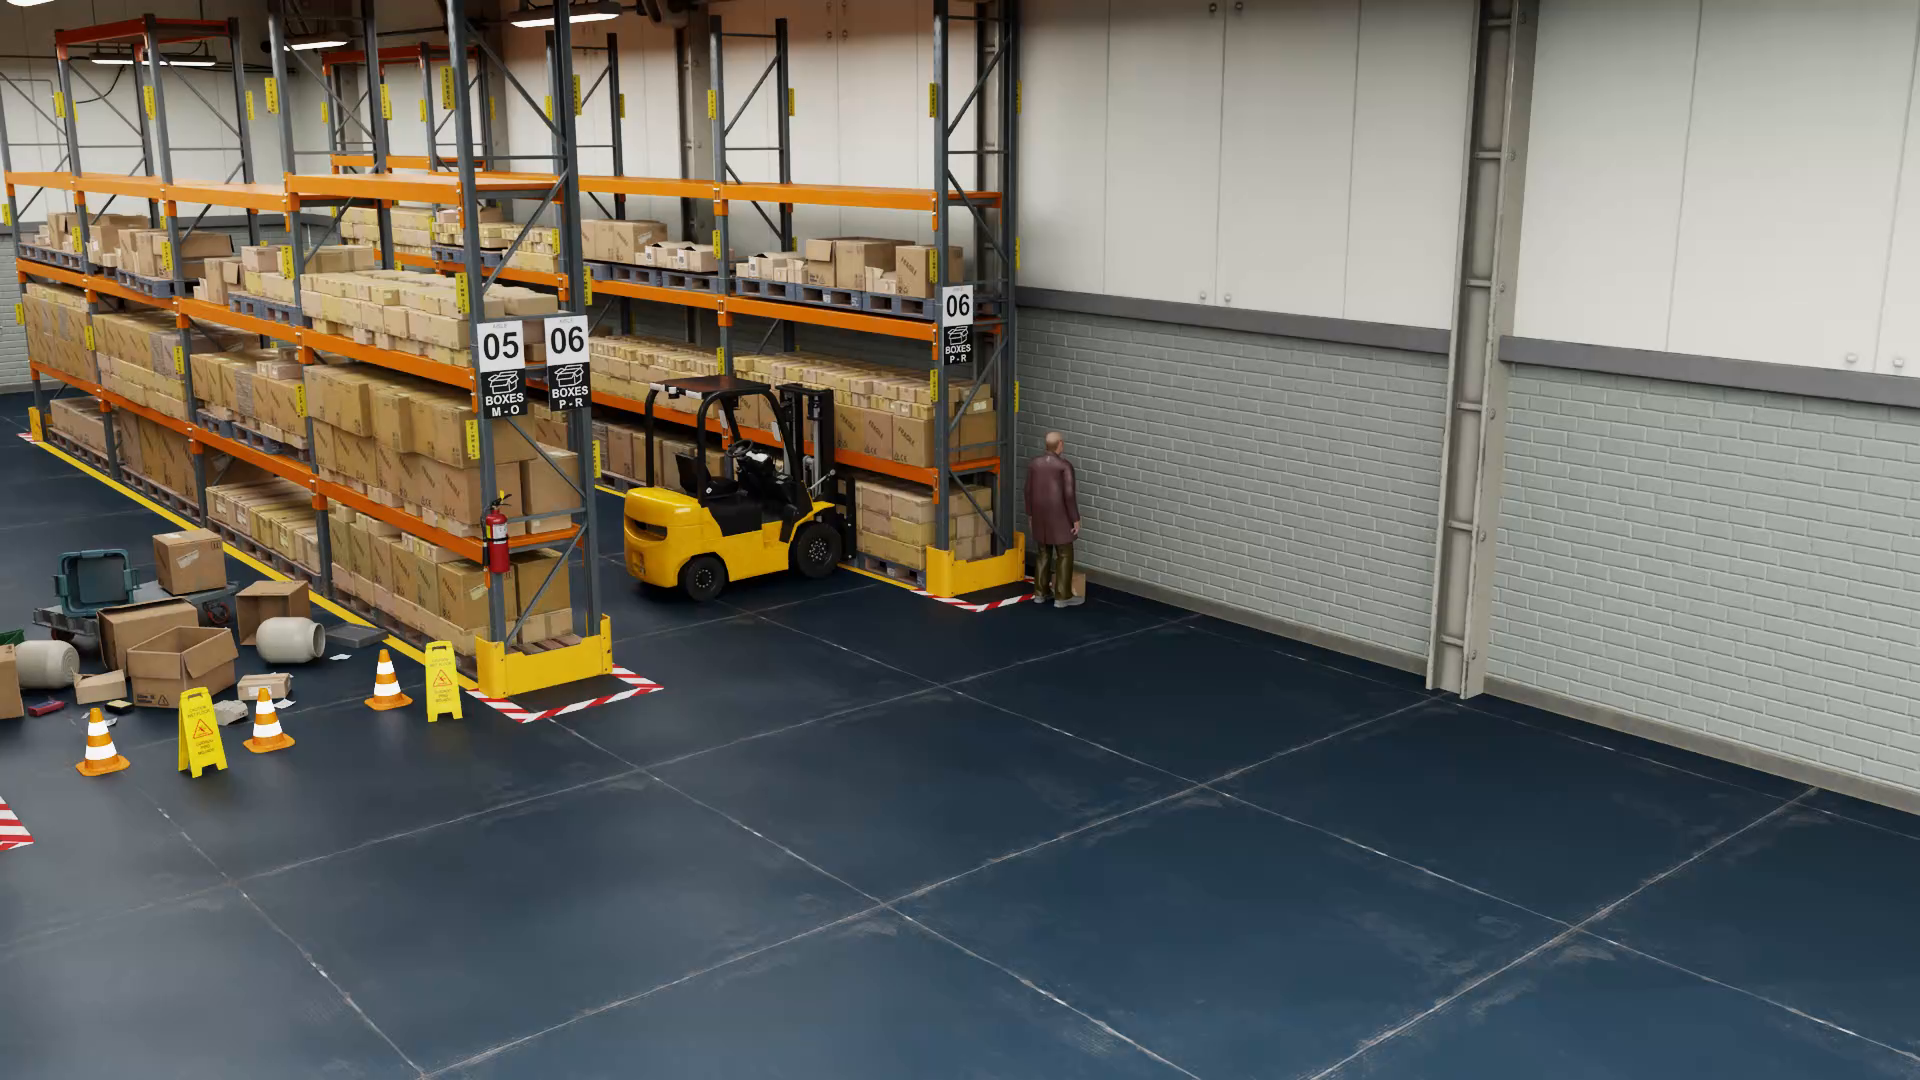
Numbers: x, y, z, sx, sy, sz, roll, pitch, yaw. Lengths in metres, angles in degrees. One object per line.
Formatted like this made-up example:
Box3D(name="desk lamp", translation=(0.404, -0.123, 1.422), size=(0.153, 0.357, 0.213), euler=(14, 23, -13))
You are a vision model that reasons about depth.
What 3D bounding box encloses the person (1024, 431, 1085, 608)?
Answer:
Box3D(name="person", translation=(0.945, -0.220, 16.926), size=(0.645, 1.772, 0.429), euler=(11, 17, 37))
